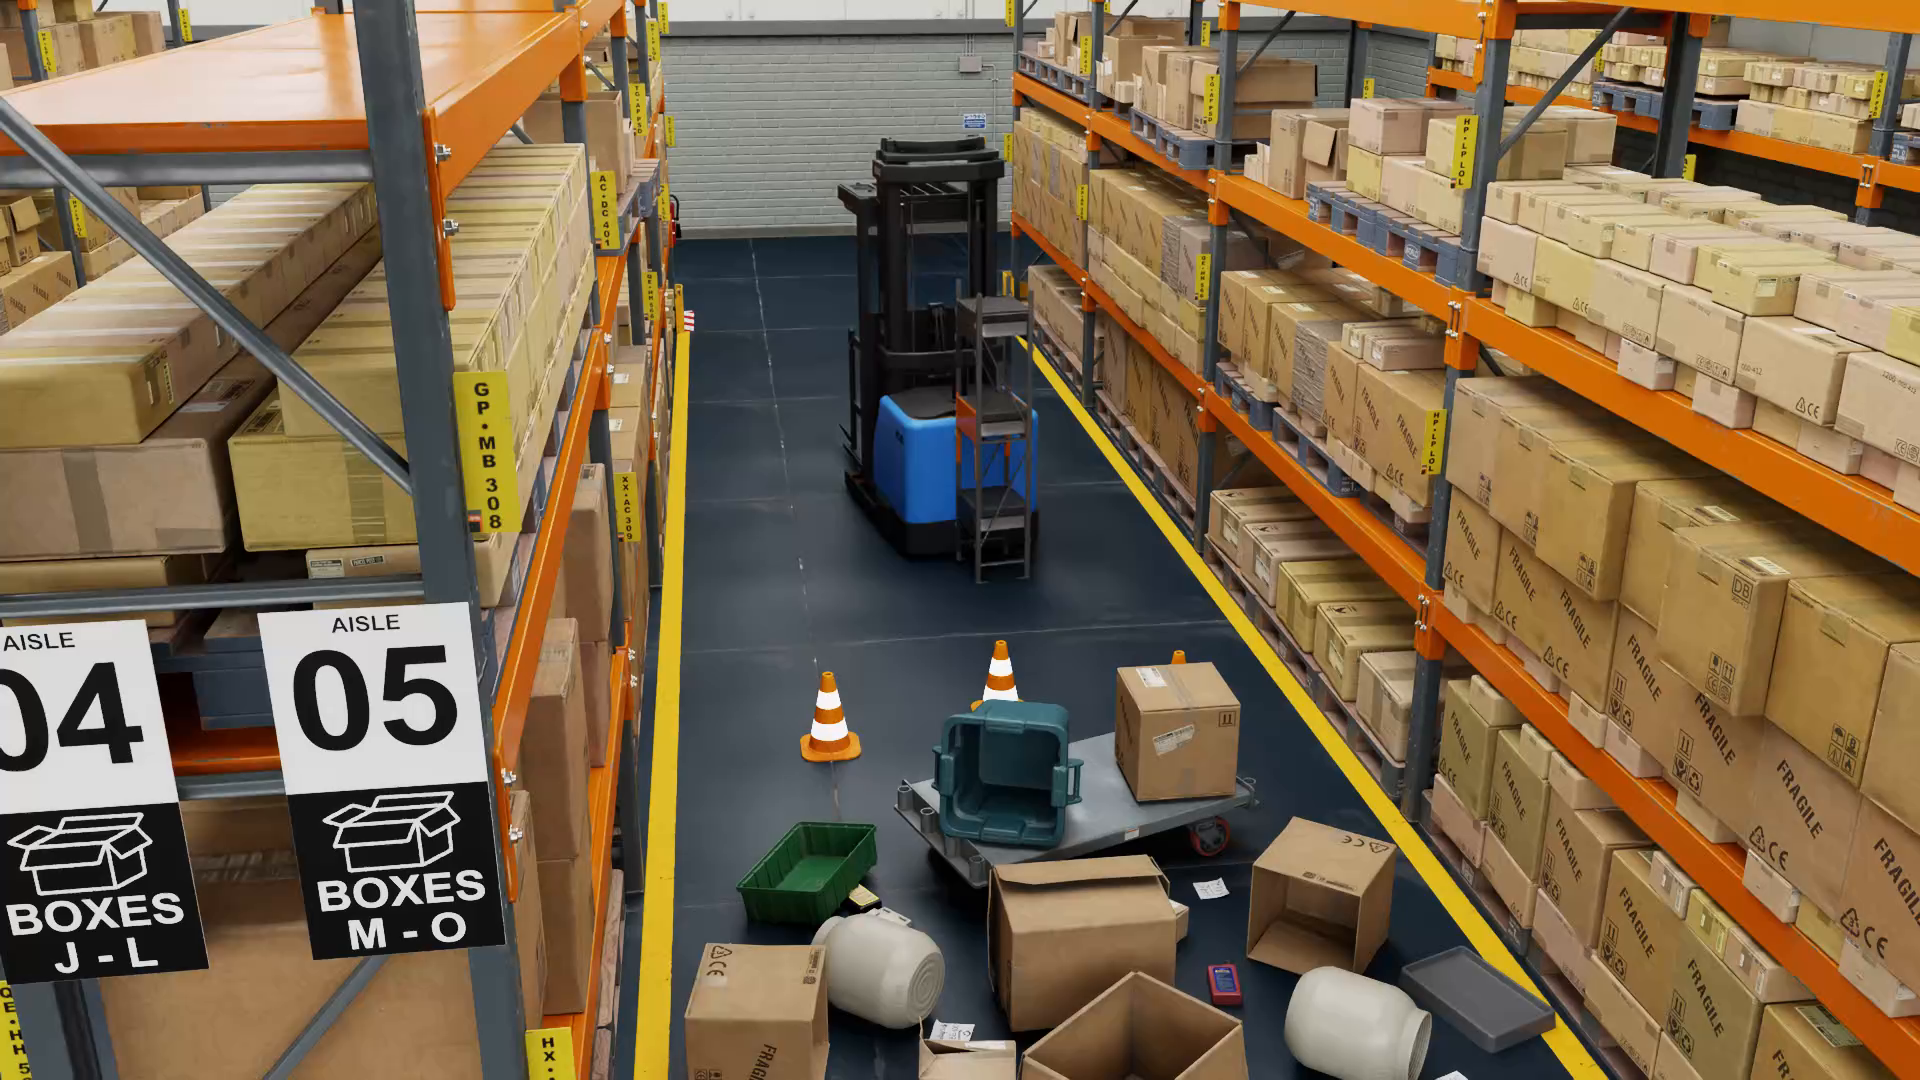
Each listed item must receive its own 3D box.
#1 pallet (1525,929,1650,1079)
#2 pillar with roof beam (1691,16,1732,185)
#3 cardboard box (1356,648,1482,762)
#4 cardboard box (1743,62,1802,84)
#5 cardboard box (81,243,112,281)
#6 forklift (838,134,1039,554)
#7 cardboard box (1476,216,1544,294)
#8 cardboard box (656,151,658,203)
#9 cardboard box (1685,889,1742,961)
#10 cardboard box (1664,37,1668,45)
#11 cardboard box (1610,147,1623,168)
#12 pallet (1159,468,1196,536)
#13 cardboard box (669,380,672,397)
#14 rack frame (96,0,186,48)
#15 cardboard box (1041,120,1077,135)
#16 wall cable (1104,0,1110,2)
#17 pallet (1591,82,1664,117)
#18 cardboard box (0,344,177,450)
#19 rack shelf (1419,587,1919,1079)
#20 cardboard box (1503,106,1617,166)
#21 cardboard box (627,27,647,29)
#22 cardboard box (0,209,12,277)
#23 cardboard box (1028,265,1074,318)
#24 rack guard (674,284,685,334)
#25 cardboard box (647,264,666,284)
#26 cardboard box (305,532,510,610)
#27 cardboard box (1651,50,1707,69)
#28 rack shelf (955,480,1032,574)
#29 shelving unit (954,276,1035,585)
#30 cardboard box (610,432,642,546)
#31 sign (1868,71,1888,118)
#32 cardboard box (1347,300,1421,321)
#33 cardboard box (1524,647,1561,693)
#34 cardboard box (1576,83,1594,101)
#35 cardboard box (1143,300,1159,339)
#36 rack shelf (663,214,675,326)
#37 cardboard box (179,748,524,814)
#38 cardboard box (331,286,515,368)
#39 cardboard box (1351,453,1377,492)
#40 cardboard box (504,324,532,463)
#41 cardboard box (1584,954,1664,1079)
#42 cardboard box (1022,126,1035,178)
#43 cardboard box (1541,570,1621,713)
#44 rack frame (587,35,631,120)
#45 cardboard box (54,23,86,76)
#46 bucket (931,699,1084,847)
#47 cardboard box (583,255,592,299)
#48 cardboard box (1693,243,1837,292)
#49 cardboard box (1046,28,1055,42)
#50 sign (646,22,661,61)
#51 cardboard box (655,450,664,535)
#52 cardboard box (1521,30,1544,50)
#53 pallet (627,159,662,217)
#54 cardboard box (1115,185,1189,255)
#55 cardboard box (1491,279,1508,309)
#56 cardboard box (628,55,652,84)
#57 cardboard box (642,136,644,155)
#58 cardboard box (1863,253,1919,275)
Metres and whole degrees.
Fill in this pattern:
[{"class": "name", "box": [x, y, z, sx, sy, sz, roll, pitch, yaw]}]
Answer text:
[{"class": "pallet", "box": [3.151, 2.000, 7.059, 1.003, 0.211, 1.213, -3, 21, -8]}, {"class": "pillar with roof beam", "box": [3.130, -5.861, 15.548, 9.100, 9.000, 0.400, -3, 21, -8]}, {"class": "cardboard box", "box": [2.762, 0.893, 9.194, 0.950, 0.372, 0.625, -3, 21, -7]}, {"class": "cardboard box", "box": [6.645, -3.811, 13.565, 0.380, 0.149, 0.250, -3, 21, -8]}, {"class": "cardboard box", "box": [-7.928, -2.475, 14.845, 0.500, 0.250, 0.500, -3, 21, -9]}, {"class": "forklift", "box": [-0.322, -1.749, 13.211, 1.130, 2.935, 3.031, -6, 21, -16]}, {"class": "cardboard box", "box": [2.633, -1.268, 7.326, 0.500, 0.250, 0.500, -3, 21, -9]}, {"class": "cardboard box", "box": [-3.021, -3.268, 15.183, 0.500, 0.500, 0.500, -2, 21, -6]}, {"class": "cardboard box", "box": [2.891, 1.386, 6.049, 0.380, 0.149, 0.250, -3, 21, -7]}, {"class": "cardboard box", "box": [6.710, -4.743, 15.441, 0.396, 0.266, 0.258, -3, 21, -9]}, {"class": "cardboard box", "box": [6.647, -3.931, 17.671, 0.500, 0.500, 0.500, -3, 21, -9]}, {"class": "pallet", "box": [2.224, -0.315, 13.259, 1.003, 0.211, 1.213, -3, 21, -8]}, {"class": "cardboard box", "box": [-2.931, -1.449, 15.782, 0.380, 0.149, 0.250, -4, 21, -10]}, {"class": "rack frame", "box": [-8.696, -6.425, 17.058, 1.000, 3.000, 0.127, -3, 21, -8]}, {"class": "cardboard box", "box": [1.060, -4.347, 17.569, 0.380, 0.149, 0.250, -3, 21, -7]}, {"class": "wall cable", "box": [3.518, -9.062, 24.065, 2.988, 3.039, 0.133, -3, 21, -8]}, {"class": "pallet", "box": [6.623, -4.069, 15.306, 1.213, 0.211, 1.003, -3, 21, -8]}, {"class": "cardboard box", "box": [-1.851, -0.295, 3.407, 0.380, 0.149, 0.250, -3, 21, -7]}, {"class": "rack shelf", "box": [3.128, 1.069, 6.594, 1.077, 0.370, 4.000, -3, 21, -8]}, {"class": "cardboard box", "box": [3.071, -2.120, 8.719, 0.500, 0.250, 0.500, -3, 21, -9]}, {"class": "cardboard box", "box": [-3.235, -4.952, 16.330, 0.380, 0.149, 0.250, -3, 21, -9]}, {"class": "cardboard box", "box": [-7.932, -2.288, 12.978, 0.797, 0.503, 0.637, -3, 21, -7]}, {"class": "cardboard box", "box": [1.304, -2.888, 19.223, 0.875, 0.438, 0.875, -4, 21, -10]}, {"class": "rack guard", "box": [-3.763, -2.633, 19.051, 1.175, 0.500, 0.348, -3, 21, -8]}, {"class": "cardboard box", "box": [-2.914, -2.442, 15.327, 0.380, 0.149, 0.250, -2, 21, -6]}, {"class": "cardboard box", "box": [-1.199, 0.044, 3.641, 0.380, 0.149, 0.250, -3, 21, -7]}, {"class": "cardboard box", "box": [6.374, -4.260, 14.738, 0.380, 0.149, 0.250, -3, 21, -9]}, {"class": "rack shelf", "box": [0.236, -0.100, 12.022, 0.431, 0.518, 0.480, -6, 21, -16]}, {"class": "shelving unit", "box": [0.236, -0.768, 11.772, 0.431, 2.100, 0.503, -6, 21, -16]}, {"class": "cardboard box", "box": [-1.996, -0.266, 8.998, 0.500, 0.500, 0.500, -3, 21, -8]}, {"class": "sign", "box": [6.638, -3.217, 12.017, 0.100, 0.325, 0.005, -3, 21, -8]}, {"class": "cardboard box", "box": [2.763, -1.231, 10.558, 0.500, 0.500, 0.500, -4, 21, -11]}, {"class": "cardboard box", "box": [2.725, 0.546, 7.327, 0.380, 0.149, 0.250, -2, 21, -6]}, {"class": "cardboard box", "box": [6.254, -4.379, 16.224, 0.380, 0.149, 0.250, -3, 21, -8]}, {"class": "cardboard box", "box": [1.788, -1.788, 13.430, 0.500, 0.250, 0.500, -3, 21, -8]}, {"class": "rack shelf", "box": [-3.485, -2.801, 16.956, 1.077, 0.370, 4.000, -3, 21, -8]}, {"class": "cardboard box", "box": [-1.653, 0.817, 4.483, 0.875, 0.550, 0.550, -3, 21, -8]}, {"class": "cardboard box", "box": [-1.273, -0.502, 3.962, 0.380, 0.149, 0.250, -3, 21, -9]}, {"class": "cardboard box", "box": [2.400, -0.383, 9.213, 0.380, 0.149, 0.250, -3, 21, -9]}, {"class": "cardboard box", "box": [-1.357, -0.364, 4.163, 0.500, 0.250, 0.500, -3, 21, -8]}, {"class": "cardboard box", "box": [2.886, 1.889, 6.700, 0.500, 0.250, 0.500, -4, 21, -10]}, {"class": "cardboard box", "box": [0.979, -4.271, 18.292, 0.500, 0.500, 0.500, -3, 21, -9]}, {"class": "cardboard box", "box": [2.783, 0.367, 6.878, 0.500, 0.500, 0.500, -3, 21, -8]}, {"class": "rack frame", "box": [-2.620, -3.871, 10.218, 1.000, 3.000, 0.127, -3, 21, -8]}, {"class": "cardboard box", "box": [-8.365, -4.380, 14.983, 0.700, 0.500, 0.500, -2, 21, -5]}, {"class": "bucket", "box": [0.257, 1.077, 8.052, 0.726, 0.611, 0.620, 4, 11, 11]}, {"class": "cardboard box", "box": [-1.638, -1.009, 6.460, 0.380, 0.149, 0.250, -3, 21, -7]}, {"class": "cardboard box", "box": [2.868, -0.961, 5.936, 0.380, 0.149, 0.250, -3, 21, -7]}, {"class": "cardboard box", "box": [1.264, -5.542, 18.452, 0.500, 0.250, 0.500, -5, 21, -13]}, {"class": "sign", "box": [-2.648, -4.306, 14.370, 0.100, 0.325, 0.005, -3, 21, -8]}, {"class": "cardboard box", "box": [-2.470, -0.344, 12.322, 0.500, 0.500, 0.500, -4, 21, -10]}, {"class": "cardboard box", "box": [6.141, -5.204, 17.149, 0.500, 0.250, 0.500, -3, 21, -7]}, {"class": "pallet", "box": [-2.475, -2.157, 10.186, 1.213, 0.211, 1.003, -2, 21, -5]}, {"class": "cardboard box", "box": [1.636, -2.730, 14.166, 0.500, 0.500, 0.500, -3, 21, -9]}, {"class": "cardboard box", "box": [2.640, -1.126, 7.516, 0.380, 0.149, 0.250, -3, 21, -9]}, {"class": "cardboard box", "box": [-3.029, -4.193, 14.868, 0.500, 0.250, 0.500, -2, 21, -6]}, {"class": "cardboard box", "box": [-2.596, -3.069, 12.216, 0.500, 0.500, 0.500, -3, 21, -8]}, {"class": "cardboard box", "box": [3.379, -0.898, 5.765, 0.380, 0.149, 0.250, -2, 21, -7]}]
